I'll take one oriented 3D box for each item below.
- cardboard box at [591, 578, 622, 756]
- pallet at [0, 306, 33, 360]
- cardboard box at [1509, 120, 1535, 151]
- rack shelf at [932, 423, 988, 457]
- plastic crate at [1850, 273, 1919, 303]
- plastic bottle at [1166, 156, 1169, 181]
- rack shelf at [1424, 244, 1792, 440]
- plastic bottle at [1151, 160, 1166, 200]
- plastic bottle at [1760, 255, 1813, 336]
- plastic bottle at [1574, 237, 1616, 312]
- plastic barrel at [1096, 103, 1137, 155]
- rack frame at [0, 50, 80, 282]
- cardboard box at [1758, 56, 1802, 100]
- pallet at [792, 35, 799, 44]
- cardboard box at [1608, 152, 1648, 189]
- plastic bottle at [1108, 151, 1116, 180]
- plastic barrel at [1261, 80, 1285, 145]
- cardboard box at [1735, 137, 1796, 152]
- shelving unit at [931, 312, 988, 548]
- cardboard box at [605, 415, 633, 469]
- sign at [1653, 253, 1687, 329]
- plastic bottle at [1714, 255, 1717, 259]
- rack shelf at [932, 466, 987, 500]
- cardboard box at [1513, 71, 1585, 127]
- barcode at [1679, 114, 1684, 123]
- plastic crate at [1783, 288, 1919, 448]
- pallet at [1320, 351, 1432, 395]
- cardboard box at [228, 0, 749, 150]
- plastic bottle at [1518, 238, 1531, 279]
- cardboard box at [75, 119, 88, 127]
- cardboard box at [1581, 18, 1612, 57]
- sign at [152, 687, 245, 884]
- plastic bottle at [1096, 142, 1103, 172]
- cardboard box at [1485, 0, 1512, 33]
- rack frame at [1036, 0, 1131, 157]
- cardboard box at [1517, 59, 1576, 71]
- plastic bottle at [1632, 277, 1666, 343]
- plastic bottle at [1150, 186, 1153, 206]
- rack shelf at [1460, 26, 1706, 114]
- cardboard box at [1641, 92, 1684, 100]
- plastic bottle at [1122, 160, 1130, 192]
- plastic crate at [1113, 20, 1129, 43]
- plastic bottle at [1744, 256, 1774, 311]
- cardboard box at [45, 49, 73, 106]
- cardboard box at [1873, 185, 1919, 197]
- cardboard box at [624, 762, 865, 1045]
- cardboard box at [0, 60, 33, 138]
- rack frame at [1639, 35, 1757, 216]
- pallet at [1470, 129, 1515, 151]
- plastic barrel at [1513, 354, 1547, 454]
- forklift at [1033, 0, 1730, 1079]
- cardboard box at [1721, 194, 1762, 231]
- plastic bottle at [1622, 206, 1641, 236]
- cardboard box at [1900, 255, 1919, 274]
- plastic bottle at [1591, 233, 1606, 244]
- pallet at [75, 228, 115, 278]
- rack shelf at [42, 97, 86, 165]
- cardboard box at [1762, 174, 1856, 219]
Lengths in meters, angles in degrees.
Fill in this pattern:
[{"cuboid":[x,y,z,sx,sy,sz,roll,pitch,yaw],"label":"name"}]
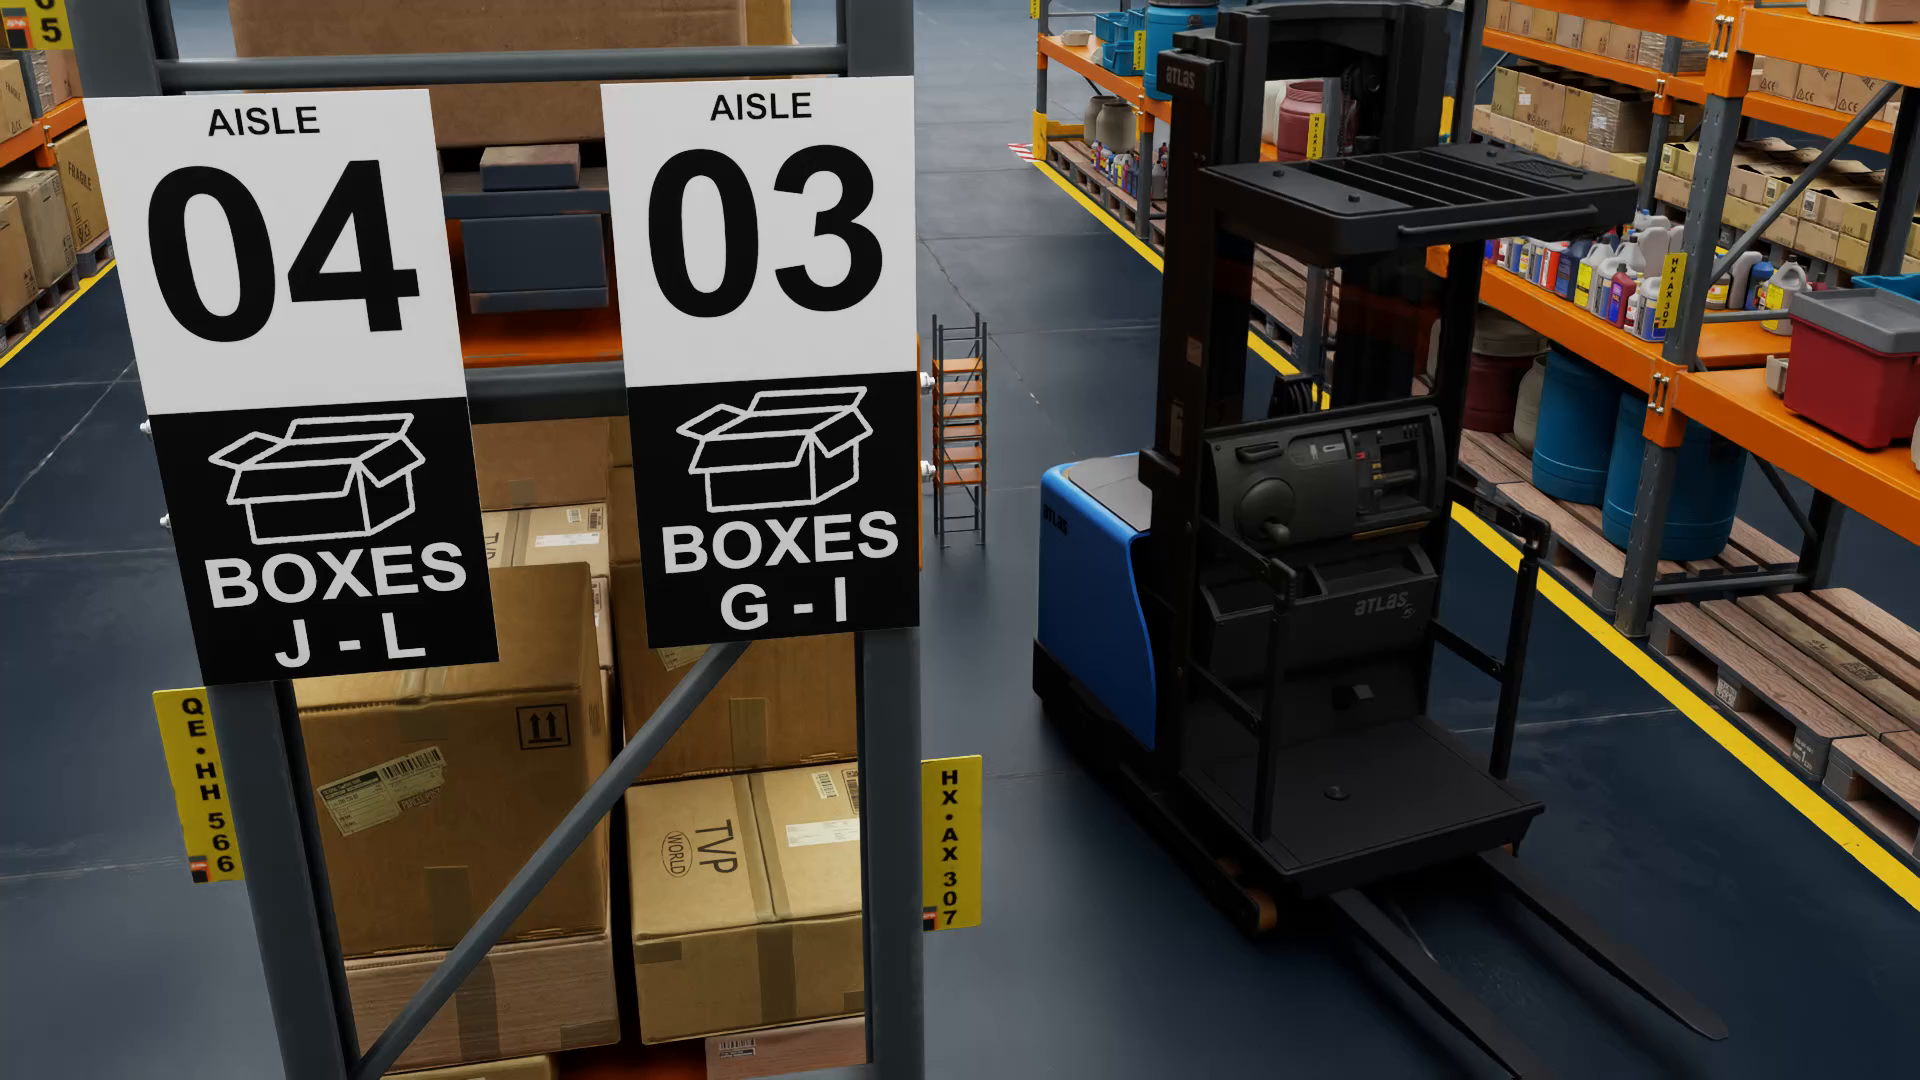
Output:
[{"cuboid":[-1.099,0.327,4.069,0.500,0.250,0.500,-5,24,-12],"label":"cardboard box"},{"cuboid":[-7.228,-1.370,11.624,1.003,0.211,1.213,-4,24,-10],"label":"pallet"},{"cuboid":[6.285,-4.371,17.922,0.500,0.250,0.500,-4,24,-10],"label":"cardboard box"},{"cuboid":[-0.003,-0.515,8.541,0.258,0.103,0.180,-4,24,-10],"label":"rack shelf"},{"cuboid":[3.988,-0.836,6.862,0.392,0.384,0.575,-4,24,-10],"label":"plastic crate"},{"cuboid":[2.091,-3.643,16.197,0.152,0.276,0.135,-4,24,-10],"label":"plastic bottle"},{"cuboid":[3.197,-1.431,9.178,1.077,0.370,4.000,-4,24,-10],"label":"rack shelf"},{"cuboid":[1.827,-3.351,15.436,0.144,0.351,0.185,-4,24,-10],"label":"plastic bottle"},{"cuboid":[3.813,-1.130,7.651,0.144,0.351,0.185,-4,24,-10],"label":"plastic bottle"},{"cuboid":[3.075,-1.289,8.015,0.144,0.351,0.185,-4,24,-10],"label":"plastic bottle"},{"cuboid":[1.637,-4.296,17.423,0.421,0.512,0.421,0,24,0],"label":"plastic barrel"},{"cuboid":[-7.673,-3.427,12.849,1.000,3.000,0.127,-4,24,-10],"label":"rack frame"},{"cuboid":[7.179,-4.021,14.085,0.500,0.500,0.500,-3,24,-6],"label":"cardboard box"},{"cuboid":[-0.938,-1.140,3.976,1.003,0.211,1.213,-4,24,-10],"label":"pallet"},{"cuboid":[6.655,-3.585,16.121,0.500,0.250,0.500,-4,24,-10],"label":"cardboard box"},{"cuboid":[1.496,-3.656,16.231,0.097,0.271,0.097,0,24,0],"label":"plastic bottle"},{"cuboid":[2.349,-3.153,12.083,0.421,0.512,0.421,0,24,0],"label":"plastic barrel"},{"cuboid":[7.313,-3.537,15.312,0.500,0.311,0.500,-4,24,-10],"label":"cardboard box"},{"cuboid":[-0.003,-0.556,8.523,0.258,1.200,0.189,-4,24,-10],"label":"shelving unit"},{"cuboid":[-0.579,-0.054,4.006,0.500,0.500,0.500,-5,24,-11],"label":"cardboard box"},{"cuboid":[3.026,-1.061,7.086,0.100,0.325,0.005,-4,24,-10],"label":"sign"},{"cuboid":[3.757,-1.362,8.368,0.097,0.201,0.097,0,24,0],"label":"plastic bottle"},{"cuboid":[-0.003,-0.295,8.637,0.258,0.103,0.180,-4,24,-10],"label":"rack shelf"},{"cuboid":[6.296,-4.716,17.774,0.500,0.500,0.500,-4,24,-10],"label":"cardboard box"},{"cuboid":[6.594,-3.851,15.194,0.001,0.075,0.075,-4,24,-10],"label":"barcode"},{"cuboid":[3.485,-0.661,6.362,0.402,0.464,0.583,-4,24,-10],"label":"plastic crate"},{"cuboid":[3.014,-0.963,10.691,1.003,0.211,1.213,-4,24,-10],"label":"pallet"},{"cuboid":[-0.710,-0.894,2.526,0.700,0.500,0.500,-6,24,-13],"label":"cardboard box"},{"cuboid":[2.942,-1.453,8.577,0.097,0.201,0.097,0,24,0],"label":"plastic bottle"},{"cuboid":[-7.891,-3.253,14.580,0.875,0.875,0.875,-4,24,-9],"label":"cardboard box"},{"cuboid":[6.675,-5.111,16.579,0.700,0.500,0.500,-4,24,-9],"label":"cardboard box"},{"cuboid":[-1.097,0.361,2.433,0.100,0.325,0.005,-4,24,-10],"label":"sign"},{"cuboid":[1.401,-3.825,16.603,0.061,0.283,0.133,-4,24,-9],"label":"plastic bottle"},{"cuboid":[6.290,-5.921,18.434,0.700,0.500,0.500,-4,24,-10],"label":"cardboard box"},{"cuboid":[1.348,-5.694,18.040,1.000,3.000,0.127,-4,24,-10],"label":"rack frame"},{"cuboid":[6.608,-5.147,18.760,0.500,0.500,0.500,-4,24,-10],"label":"cardboard box"},{"cuboid":[3.176,-1.049,7.558,0.152,0.276,0.135,-4,24,-10],"label":"plastic bottle"},{"cuboid":[1.714,-3.160,15.184,0.097,0.201,0.097,0,24,0],"label":"plastic bottle"},{"cuboid":[6.586,-4.943,17.219,1.077,0.370,4.000,-4,24,-10],"label":"rack shelf"},{"cuboid":[7.078,-4.164,16.510,0.500,0.500,0.500,-4,24,-10],"label":"cardboard box"},{"cuboid":[1.578,-3.446,15.737,0.061,0.283,0.133,-3,24,-6],"label":"plastic bottle"},{"cuboid":[1.849,-5.196,17.084,0.499,0.251,0.408,-4,24,-10],"label":"plastic crate"},{"cuboid":[3.836,-1.226,7.970,0.097,0.271,0.097,0,24,0],"label":"plastic bottle"},{"cuboid":[-7.877,-3.855,13.641,0.875,0.550,0.550,-4,24,-10],"label":"cardboard box"},{"cuboid":[7.690,-2.737,13.478,0.500,0.311,0.500,-5,24,-11],"label":"cardboard box"},{"cuboid":[-0.385,0.689,3.240,0.500,0.250,0.500,-5,24,-11],"label":"cardboard box"},{"cuboid":[-7.314,-3.287,12.404,0.500,0.500,0.500,-4,24,-10],"label":"cardboard box"},{"cuboid":[6.956,-4.486,15.274,1.000,3.000,0.127,-4,24,-10],"label":"rack frame"},{"cuboid":[6.399,-4.484,18.753,1.003,0.211,1.213,-4,24,-10],"label":"pallet"},{"cuboid":[3.335,-0.749,9.301,0.421,0.512,0.421,0,24,0],"label":"plastic barrel"},{"cuboid":[1.356,-0.192,5.527,1.130,2.935,3.031,-10,25,-21],"label":"forklift"},{"cuboid":[6.979,-2.837,14.408,0.500,0.250,0.500,-5,24,-11],"label":"cardboard box"},{"cuboid":[3.629,-1.667,8.980,0.097,0.271,0.097,0,24,0],"label":"plastic bottle"},{"cuboid":[7.359,-2.034,12.570,0.500,0.250,0.500,-4,24,-8],"label":"cardboard box"},{"cuboid":[3.469,-1.695,9.043,0.097,0.271,0.097,0,24,0],"label":"plastic bottle"},{"cuboid":[-7.737,-2.454,14.105,1.003,0.211,1.213,-4,24,-10],"label":"pallet"},{"cuboid":[-8.043,-3.884,14.794,1.077,0.370,4.000,-4,24,-10],"label":"rack shelf"},{"cuboid":[7.073,-2.890,13.829,0.500,0.311,0.500,-4,24,-8],"label":"cardboard box"}]
